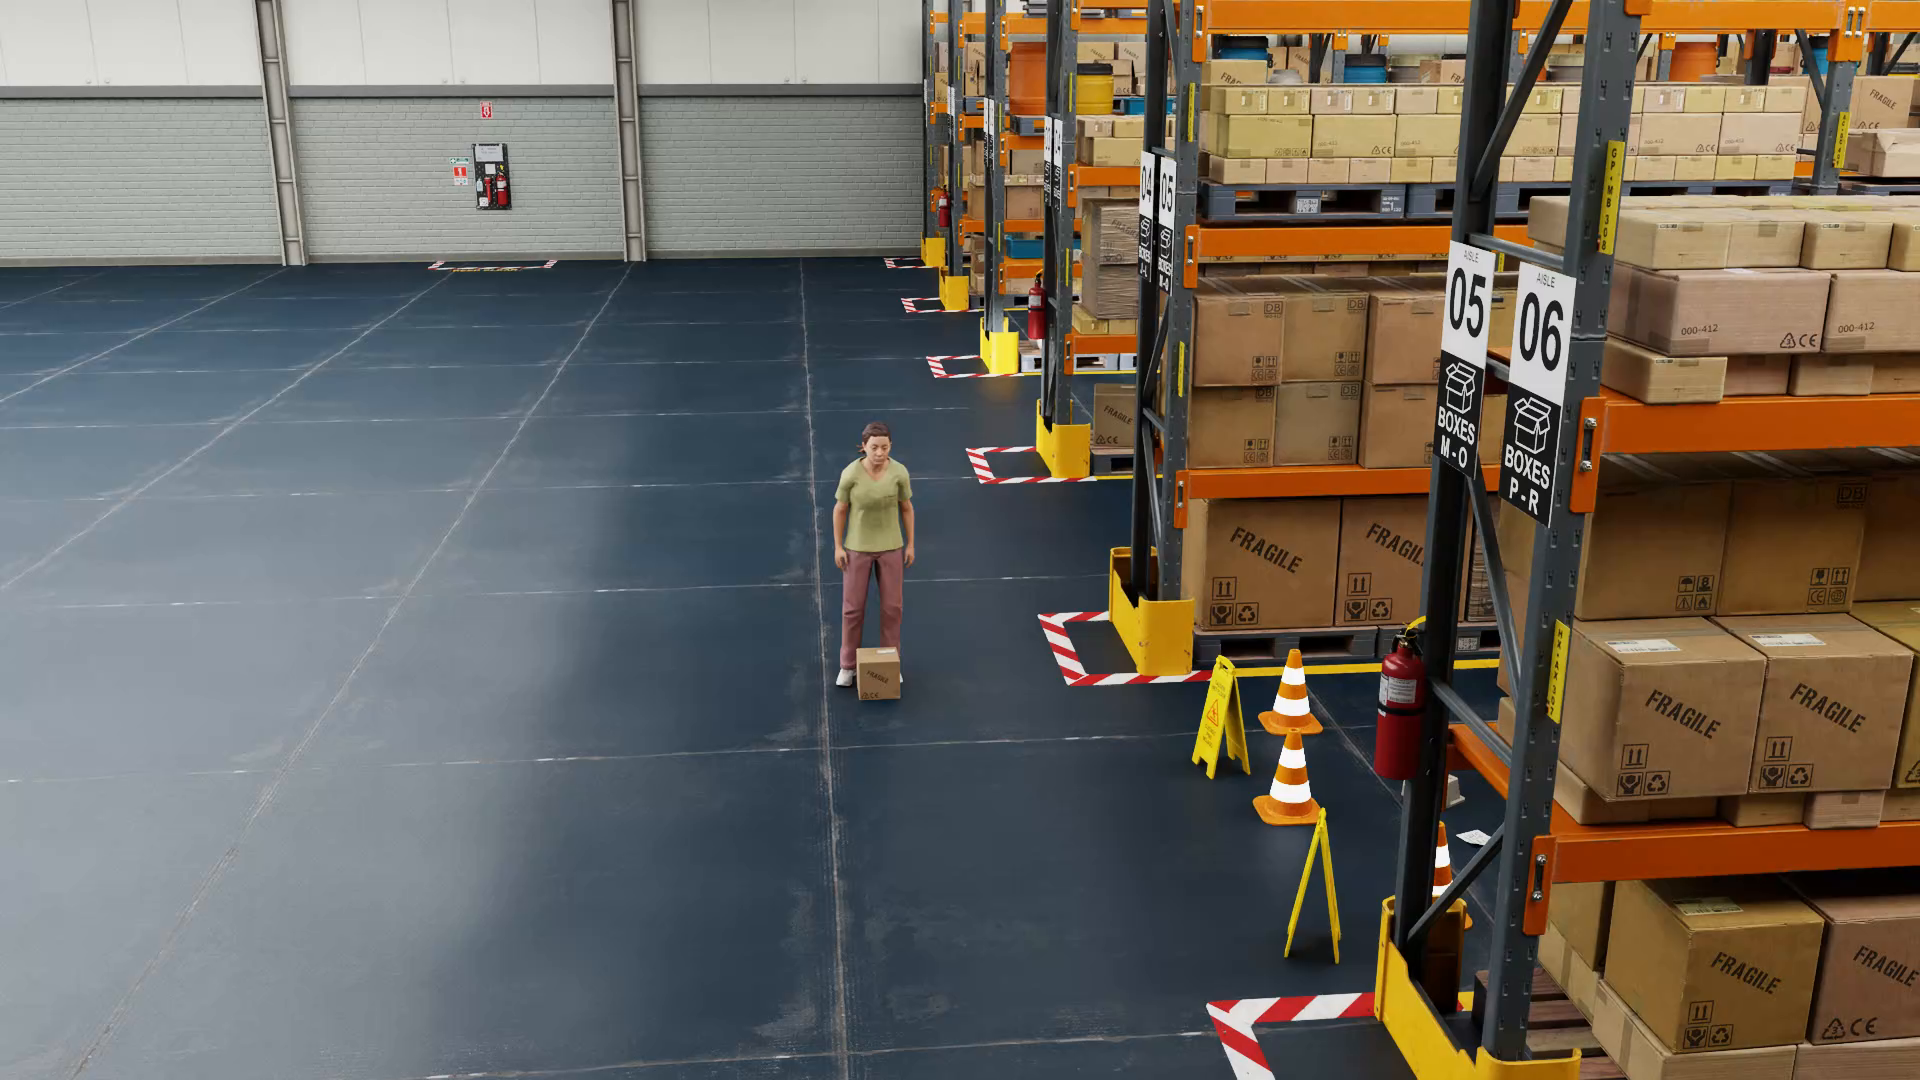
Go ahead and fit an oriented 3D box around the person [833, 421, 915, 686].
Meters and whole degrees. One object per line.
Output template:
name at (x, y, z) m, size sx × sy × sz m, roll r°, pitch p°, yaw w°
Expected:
person at (-0.532, 0.075, 10.314) m, size 0.521 × 1.672 × 0.359 m, roll -3°, pitch 17°, yaw -9°
